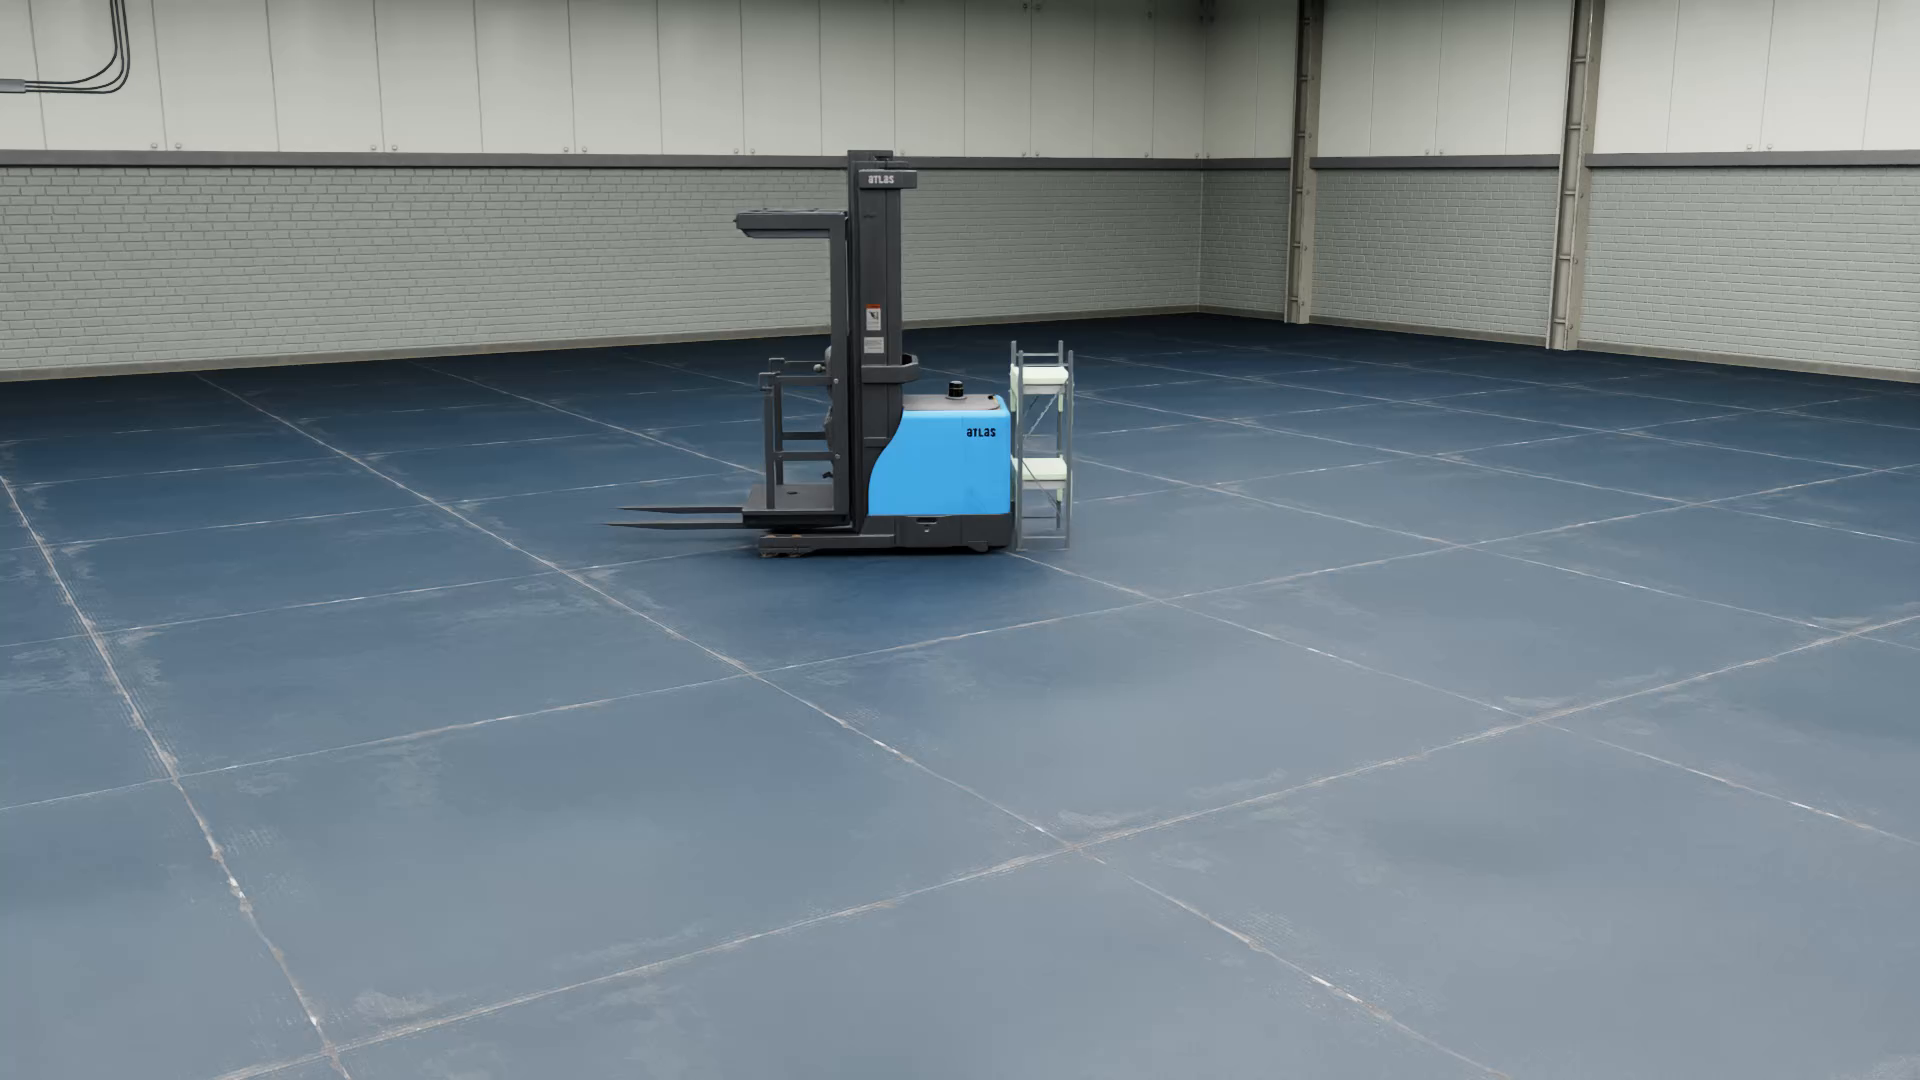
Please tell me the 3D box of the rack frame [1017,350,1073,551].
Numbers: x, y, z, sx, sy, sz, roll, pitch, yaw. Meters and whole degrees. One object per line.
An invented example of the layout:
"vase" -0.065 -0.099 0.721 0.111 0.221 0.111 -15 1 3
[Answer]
"rack frame" 0.629 -0.653 12.339 0.400 1.500 0.023 0 12 -2

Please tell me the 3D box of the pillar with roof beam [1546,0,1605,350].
"pillar with roof beam" 6.223 -7.001 23.812 9.100 9.000 0.400 -8 15 -33

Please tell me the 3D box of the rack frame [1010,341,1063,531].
"rack frame" 0.600 -0.810 13.053 0.400 1.500 0.023 0 12 -2

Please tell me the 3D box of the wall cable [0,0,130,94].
"wall cable" -12.360 -8.312 21.846 2.305 6.003 0.169 -8 15 -33

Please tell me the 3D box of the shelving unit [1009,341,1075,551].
"shelving unit" 0.614 -0.731 12.696 0.431 1.500 0.755 0 12 -2

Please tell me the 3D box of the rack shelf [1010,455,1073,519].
"rack shelf" 0.614 -0.413 12.766 0.431 0.370 0.720 0 12 -2

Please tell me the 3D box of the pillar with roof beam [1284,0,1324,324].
"pillar with roof beam" 2.898 -8.068 28.691 9.100 9.000 0.400 -8 15 -33

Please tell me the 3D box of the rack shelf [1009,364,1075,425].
"rack shelf" 0.614 -1.113 12.613 0.431 0.370 0.720 0 12 -2

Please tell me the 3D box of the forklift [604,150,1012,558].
"forklift" -1.145 -1.417 12.482 3.031 2.935 1.130 0 12 -2
